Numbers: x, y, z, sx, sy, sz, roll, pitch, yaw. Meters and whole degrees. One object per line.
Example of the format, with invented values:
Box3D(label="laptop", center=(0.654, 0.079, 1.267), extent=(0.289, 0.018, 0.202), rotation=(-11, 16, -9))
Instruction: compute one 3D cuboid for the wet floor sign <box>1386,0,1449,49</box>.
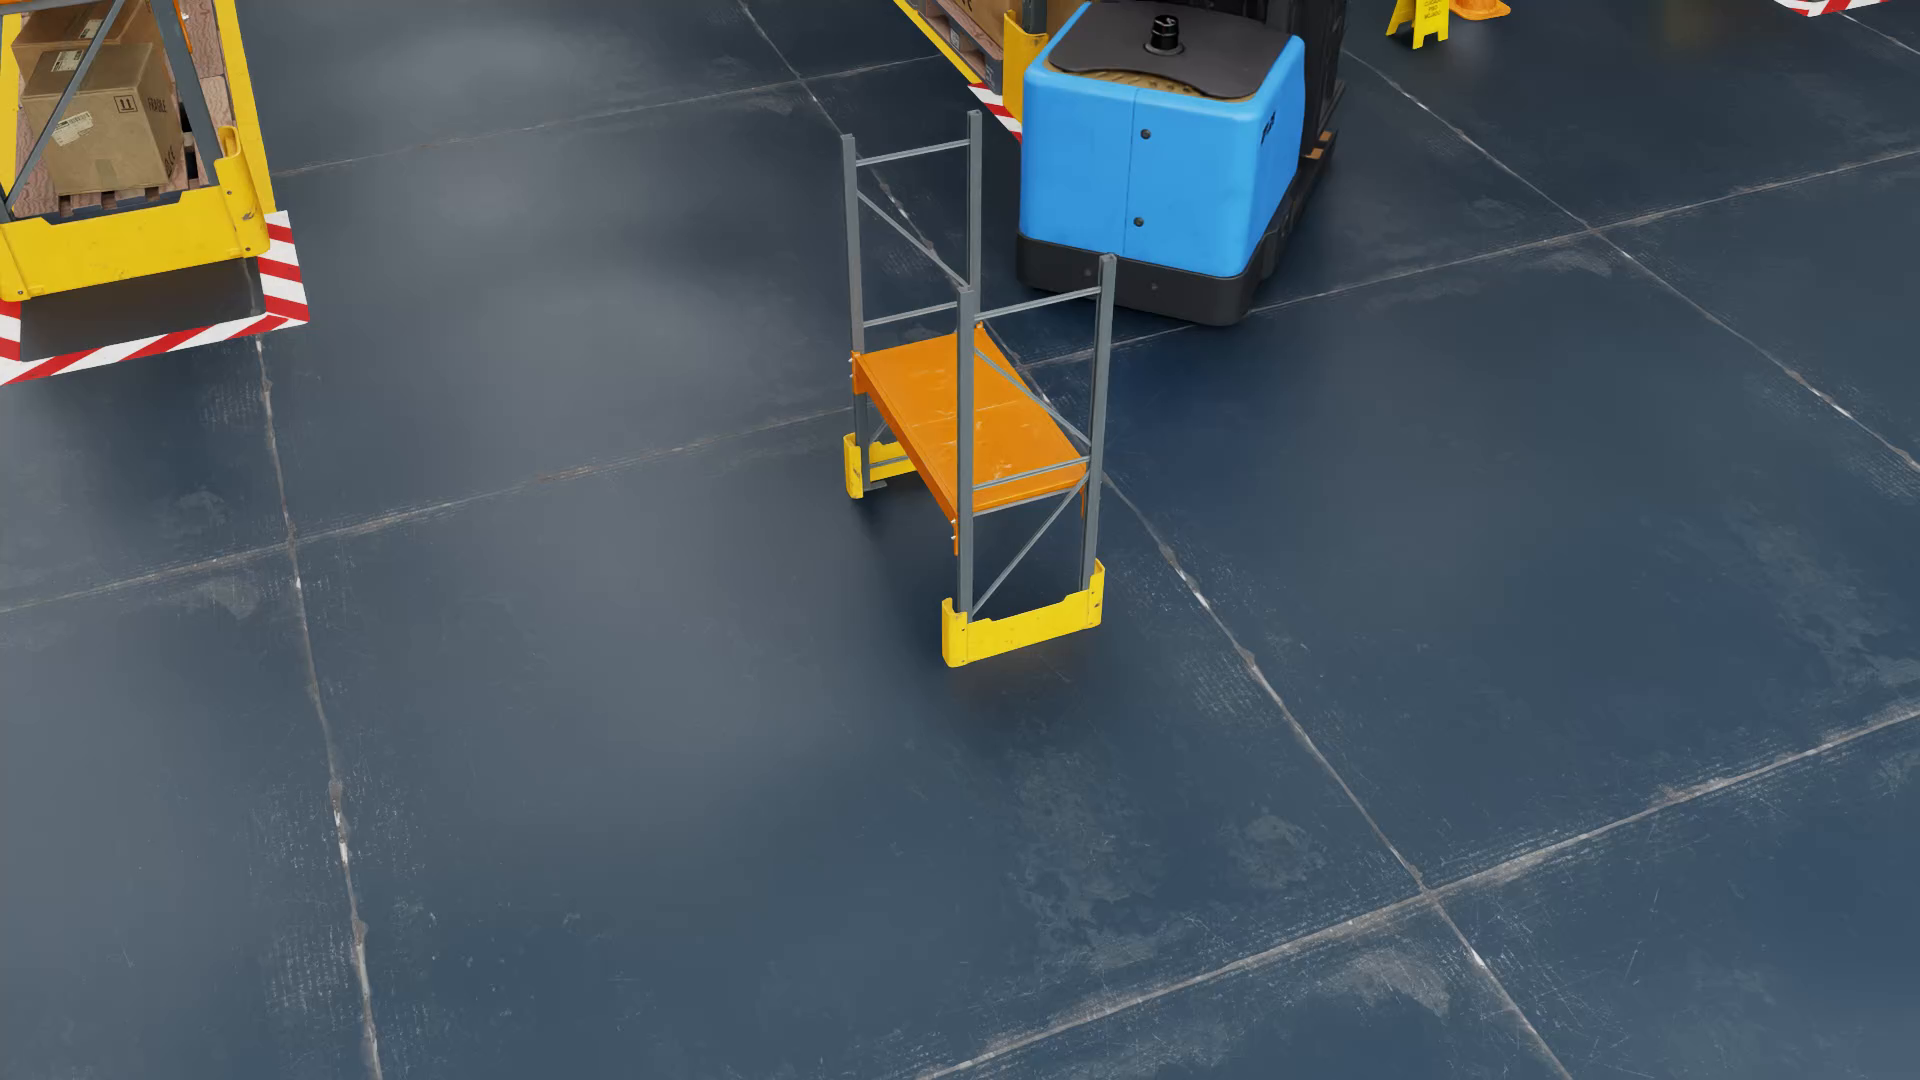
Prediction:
Box3D(label="wet floor sign", center=(2.647, -3.161, 9.431), extent=(0.267, 0.644, 0.232), rotation=(-23, 46, -24))

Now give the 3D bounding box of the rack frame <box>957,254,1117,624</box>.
Box3D(label="rack frame", center=(0.227, -0.211, 5.345), extent=(0.500, 1.500, 0.032), rotation=(-15, 43, -17))

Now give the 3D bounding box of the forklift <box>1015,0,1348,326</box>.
Box3D(label="forklift", center=(1.274, -3.005, 7.497), extent=(1.130, 2.935, 3.031), rotation=(15, 43, 17))

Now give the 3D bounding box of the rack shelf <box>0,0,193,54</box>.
Box3D(label="rack shelf", center=(-4.580, -3.333, 8.377), extent=(1.077, 0.370, 4.000), rotation=(-15, 43, -17))

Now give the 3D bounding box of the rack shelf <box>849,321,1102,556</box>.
Box3D(label="rack shelf", center=(0.033, -0.381, 5.819), extent=(0.538, 0.185, 1.000), rotation=(-15, 43, -17))

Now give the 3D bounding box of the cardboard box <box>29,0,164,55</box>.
Box3D(label="cardboard box", center=(-4.521, -2.726, 8.715), extent=(0.500, 0.500, 0.500), rotation=(-11, 42, -13))

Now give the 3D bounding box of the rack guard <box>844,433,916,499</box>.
Box3D(label="rack guard", center=(-0.161, -0.349, 6.464), extent=(0.587, 0.250, 0.087), rotation=(-15, 43, -17))

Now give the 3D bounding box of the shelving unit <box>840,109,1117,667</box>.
Box3D(label="shelving unit", center=(0.029, -0.523, 5.708), extent=(0.587, 1.500, 1.083), rotation=(-15, 43, -17))

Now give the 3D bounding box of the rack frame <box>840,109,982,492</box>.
Box3D(label="rack frame", center=(-0.162, -0.823, 6.057), extent=(0.500, 1.500, 0.032), rotation=(-15, 43, -17))

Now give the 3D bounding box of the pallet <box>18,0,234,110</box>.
Box3D(label="pallet", center=(-4.585, -2.621, 9.136), extent=(1.003, 0.211, 1.213), rotation=(-15, 43, -17))

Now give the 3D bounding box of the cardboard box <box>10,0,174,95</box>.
Box3D(label="cardboard box", center=(-4.299, -2.344, 8.271), extent=(0.500, 0.500, 0.500), rotation=(-5, 41, -6))

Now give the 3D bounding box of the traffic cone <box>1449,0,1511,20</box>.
Box3D(label="traffic cone", center=(3.089, -3.367, 9.810), extent=(0.336, 0.463, 0.334), rotation=(-15, 43, -17))

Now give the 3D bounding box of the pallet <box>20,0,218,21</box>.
Box3D(label="pallet", center=(-5.056, -3.357, 9.992), extent=(1.003, 0.211, 1.213), rotation=(-15, 43, -17))

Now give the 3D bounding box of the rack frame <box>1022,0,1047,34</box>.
Box3D(label="rack frame", center=(0.806, -3.577, 8.110), extent=(1.000, 3.000, 0.127), rotation=(-15, 43, -17))

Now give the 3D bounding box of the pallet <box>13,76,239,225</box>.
Box3D(label="pallet", center=(-4.122, -1.888, 8.283), extent=(1.003, 0.211, 1.213), rotation=(-15, 43, -17))

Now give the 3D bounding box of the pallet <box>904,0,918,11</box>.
Box3D(label="pallet", center=(-0.035, -3.716, 10.409), extent=(1.003, 0.211, 1.213), rotation=(-15, 43, -17))

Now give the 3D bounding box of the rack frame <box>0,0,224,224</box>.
Box3D(label="rack frame", center=(-3.815, -2.401, 6.741), extent=(1.000, 3.000, 0.127), rotation=(-15, 43, -17))

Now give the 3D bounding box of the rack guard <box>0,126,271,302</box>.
Box3D(label="rack guard", center=(-3.844, -1.499, 7.610), extent=(1.175, 0.500, 0.348), rotation=(-15, 43, -17))

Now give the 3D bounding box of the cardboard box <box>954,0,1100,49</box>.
Box3D(label="cardboard box", center=(0.486, -3.323, 9.121), extent=(0.875, 0.875, 0.875), rotation=(-15, 43, -17))

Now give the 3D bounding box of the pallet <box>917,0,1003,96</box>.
Box3D(label="pallet", center=(0.428, -2.982, 9.556), extent=(1.003, 0.211, 1.213), rotation=(-15, 43, -17))

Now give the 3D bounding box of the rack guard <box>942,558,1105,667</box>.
Box3D(label="rack guard", center=(0.220, 0.251, 5.766), extent=(0.587, 0.250, 0.087), rotation=(-15, 43, -17))

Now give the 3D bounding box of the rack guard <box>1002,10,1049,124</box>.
Box3D(label="rack guard", center=(0.815, -2.615, 8.908), extent=(1.175, 0.500, 0.348), rotation=(-15, 43, -17))

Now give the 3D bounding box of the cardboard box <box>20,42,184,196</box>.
Box3D(label="cardboard box", center=(-4.038, -1.993, 7.862), extent=(0.500, 0.500, 0.500), rotation=(-8, 41, -9))
